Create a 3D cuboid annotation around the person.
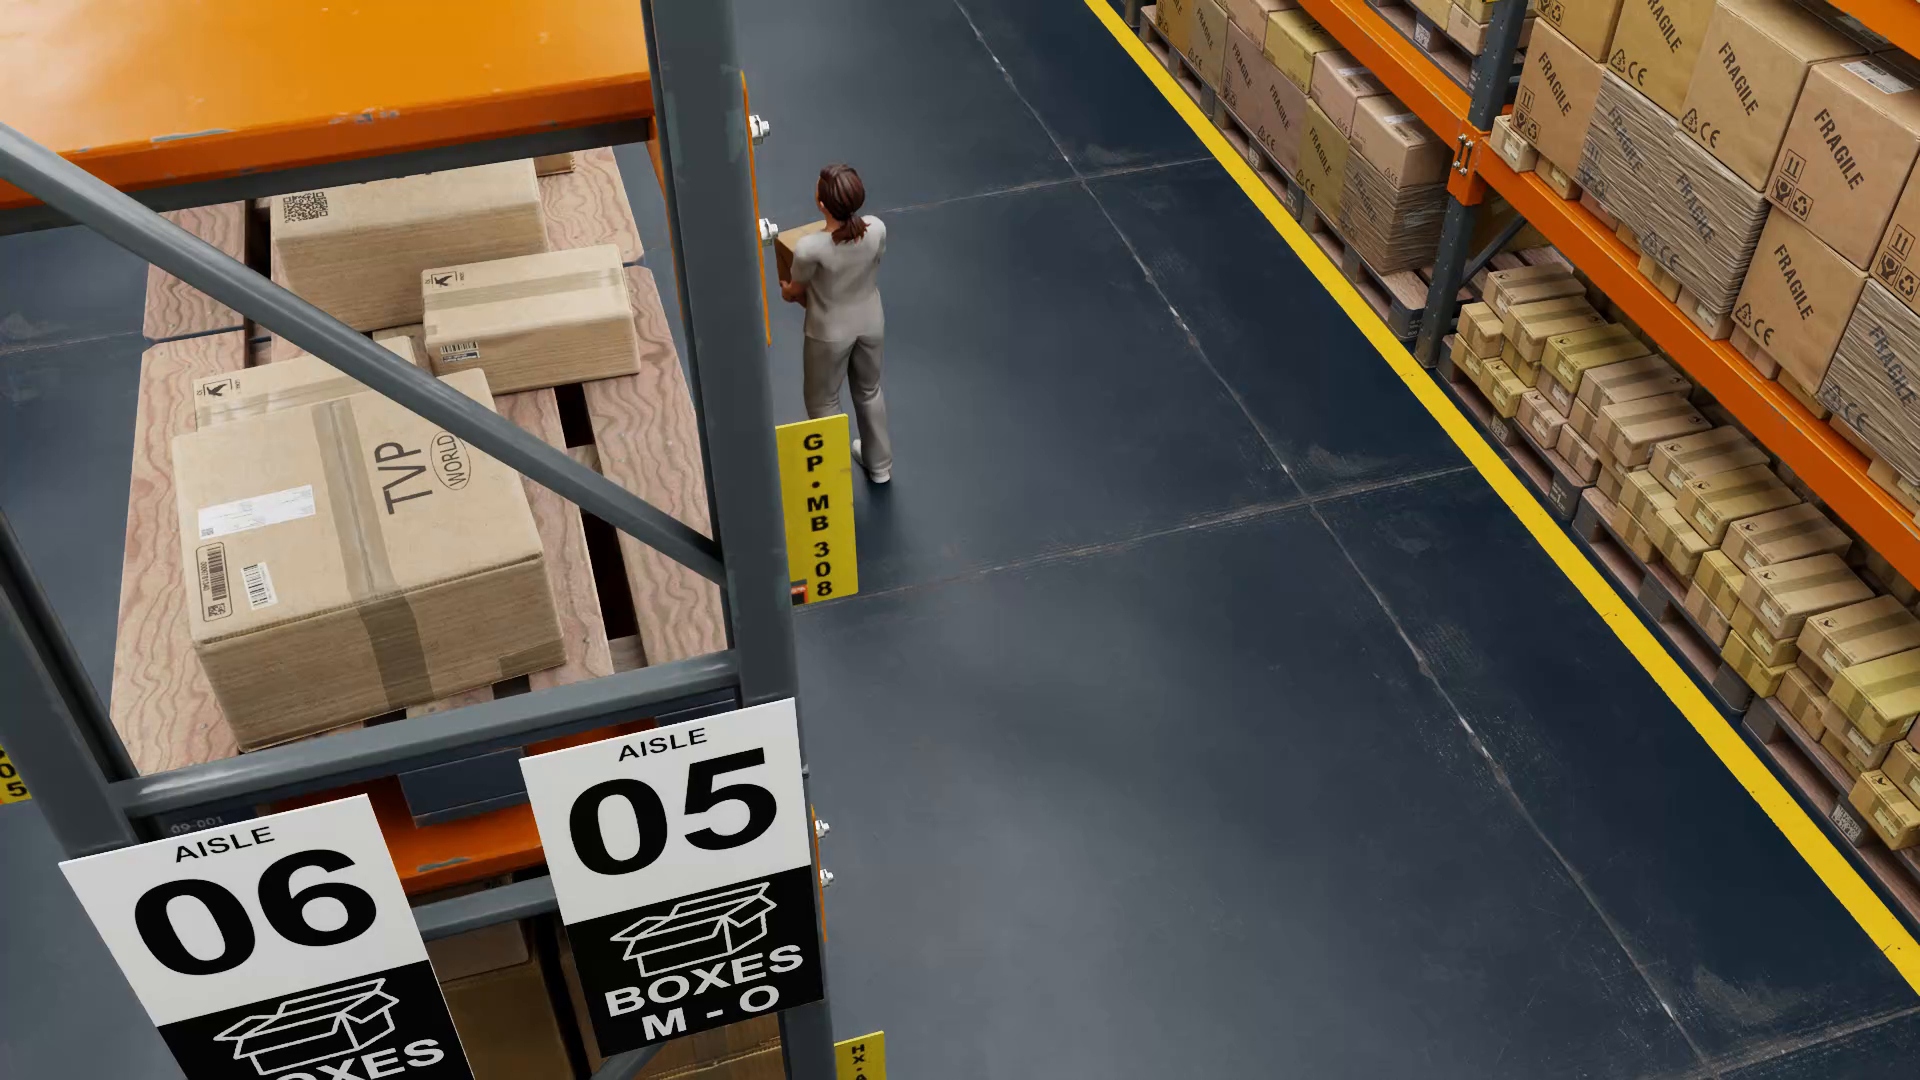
[{"bbox_3d":[-0.537,-0.938,7.198,0.438,1.662,0.560,-21,47,-22],"label":"person"}]
